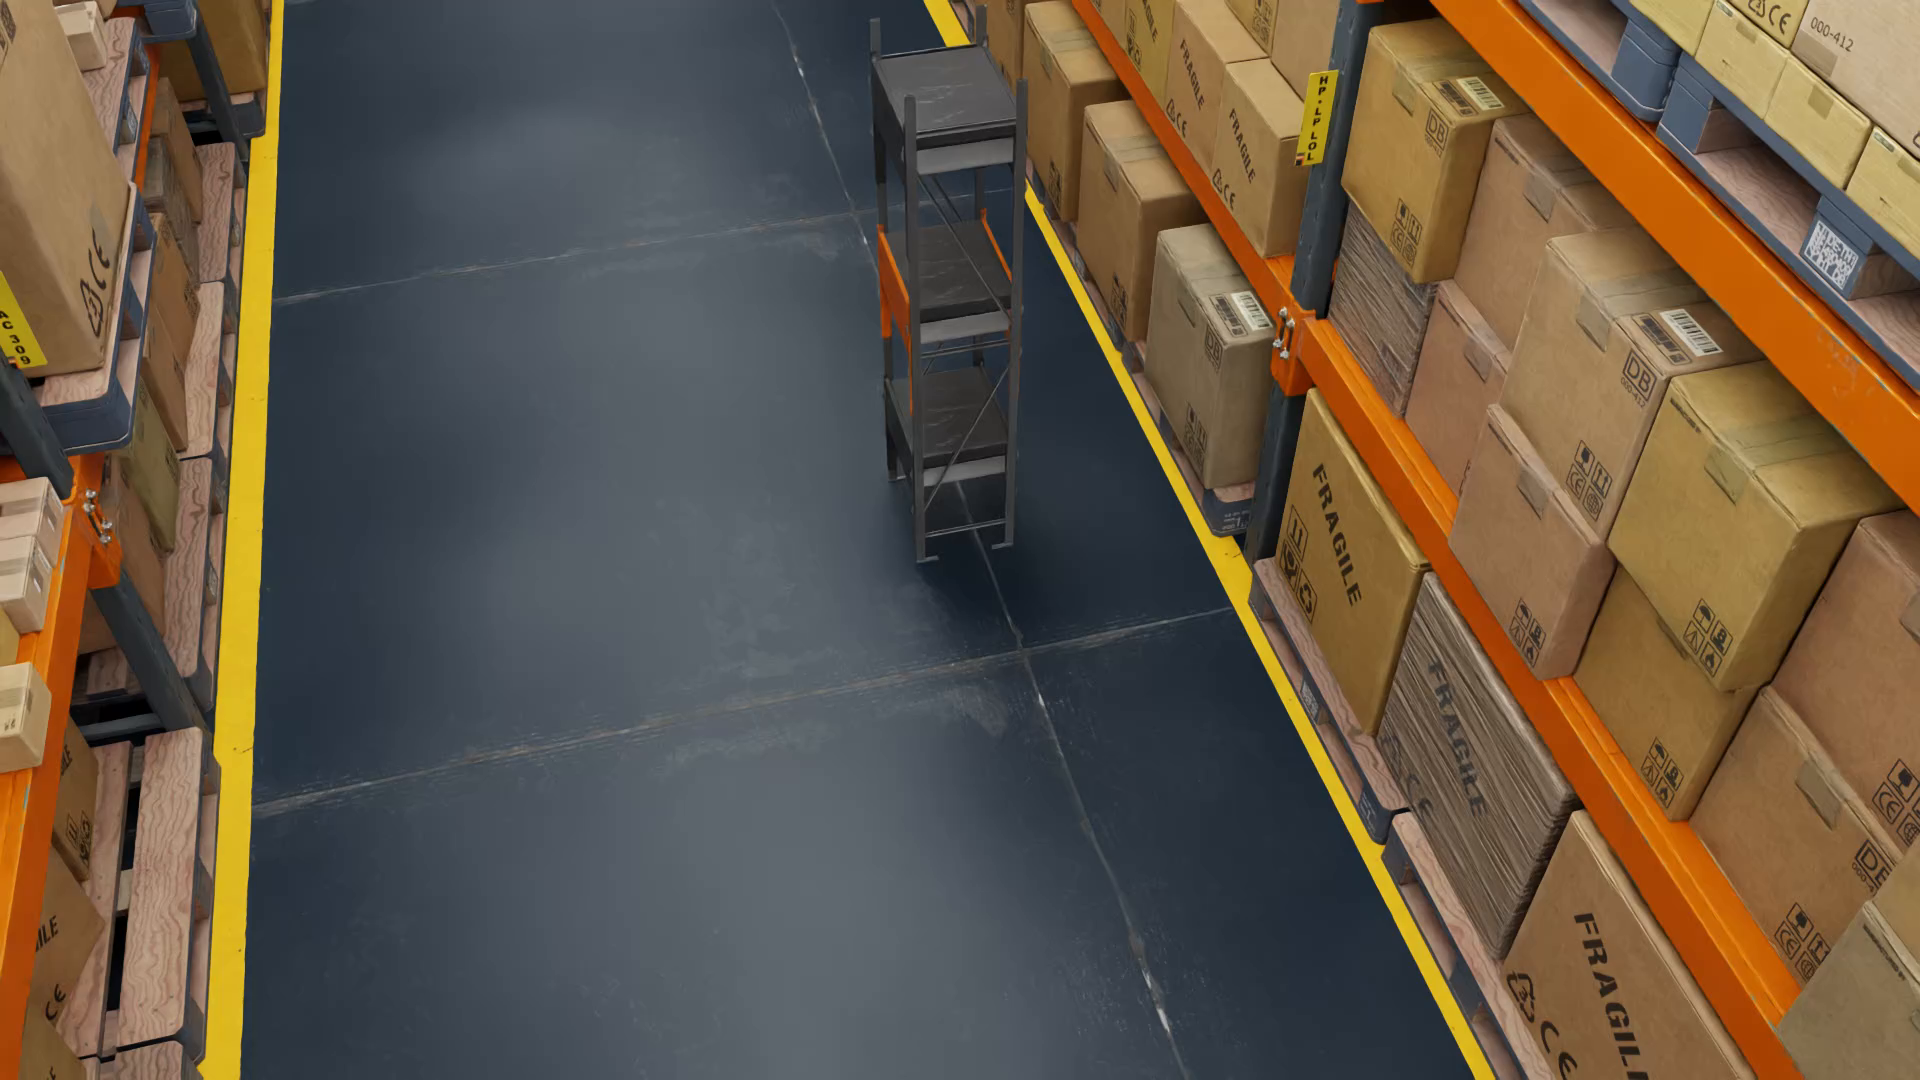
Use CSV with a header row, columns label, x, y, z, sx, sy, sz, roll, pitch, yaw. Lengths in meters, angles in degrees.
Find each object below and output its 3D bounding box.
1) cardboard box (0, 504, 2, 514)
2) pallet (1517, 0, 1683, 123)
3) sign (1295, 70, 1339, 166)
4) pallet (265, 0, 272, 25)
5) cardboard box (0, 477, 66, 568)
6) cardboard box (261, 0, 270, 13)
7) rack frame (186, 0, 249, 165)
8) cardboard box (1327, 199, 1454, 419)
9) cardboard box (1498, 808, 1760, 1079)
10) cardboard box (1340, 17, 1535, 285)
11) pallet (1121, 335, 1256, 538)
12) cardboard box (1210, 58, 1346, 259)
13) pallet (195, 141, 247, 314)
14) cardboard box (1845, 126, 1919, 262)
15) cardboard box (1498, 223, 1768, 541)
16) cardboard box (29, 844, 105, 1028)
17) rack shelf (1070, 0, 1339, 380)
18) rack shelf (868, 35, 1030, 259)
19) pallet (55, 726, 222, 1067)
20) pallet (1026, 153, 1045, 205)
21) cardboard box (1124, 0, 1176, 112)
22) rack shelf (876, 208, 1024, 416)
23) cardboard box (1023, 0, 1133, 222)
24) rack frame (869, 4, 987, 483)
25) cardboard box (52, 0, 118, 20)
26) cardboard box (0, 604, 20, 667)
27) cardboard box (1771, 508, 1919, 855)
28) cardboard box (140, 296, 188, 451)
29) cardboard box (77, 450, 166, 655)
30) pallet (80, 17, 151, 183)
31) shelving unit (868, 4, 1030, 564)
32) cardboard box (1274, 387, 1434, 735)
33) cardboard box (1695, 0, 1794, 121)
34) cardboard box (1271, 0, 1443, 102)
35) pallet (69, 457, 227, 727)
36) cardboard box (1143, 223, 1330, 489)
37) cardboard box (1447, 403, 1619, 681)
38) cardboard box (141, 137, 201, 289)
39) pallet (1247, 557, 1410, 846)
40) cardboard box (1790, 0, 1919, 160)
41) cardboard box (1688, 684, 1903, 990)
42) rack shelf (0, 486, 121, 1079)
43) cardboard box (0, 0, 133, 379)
label,x,y,z,sx,sy,sz,roll,pitch,yaw
cardboard box,-3.130,-0.020,4.391,0.875,0.500,0.500,-11,47,-10
pallet,1.834,-1.492,4.074,1.003,0.211,1.213,-11,47,-10
sign,1.113,-1.311,5.180,0.100,0.325,0.005,-11,47,-10
pallet,-4.647,-3.387,9.922,1.003,0.211,1.213,-11,47,-10
cardboard box,-2.846,-0.020,4.845,0.380,0.149,0.250,-11,47,-10
cardboard box,-4.587,-3.465,9.239,1.225,0.875,0.875,-11,47,-10
rack frame,-4.210,-2.964,7.555,1.000,3.000,0.127,-11,47,-10
cardboard box,1.741,-0.840,5.368,0.875,0.550,0.550,-11,47,-10
cardboard box,2.194,1.255,4.613,0.875,0.875,0.875,-11,47,-11
cardboard box,1.696,-1.209,4.974,0.875,0.550,0.550,-11,47,-10
pallet,1.364,-0.583,7.173,1.003,0.211,1.213,-11,47,-10
cardboard box,1.243,-1.386,5.938,0.500,0.500,0.500,-11,47,-11
pallet,-4.011,-1.449,8.022,1.003,0.211,1.213,-11,47,-10
cardboard box,1.856,-0.643,2.991,0.380,0.149,0.250,-10,46,-10
cardboard box,1.955,-0.453,4.233,0.875,0.550,0.550,-11,47,-10
cardboard box,-2.968,1.203,4.927,0.500,0.500,0.500,3,46,2
rack shelf,1.123,-2.169,7.279,1.077,0.370,4.000,-11,47,-10
rack shelf,-0.042,-1.330,5.622,0.431,0.518,0.480,-11,47,-10
pallet,-2.980,1.230,5.396,1.003,0.211,1.213,-11,47,-10
pallet,0.740,-2.267,8.824,1.003,0.211,1.213,-11,47,-10
cardboard box,0.984,-2.084,6.622,0.500,0.500,0.500,-10,46,-10
rack shelf,-0.042,-0.840,6.122,0.431,0.518,0.480,-11,47,-10
cardboard box,0.907,-2.121,8.010,1.050,0.750,0.750,-10,46,-10
rack frame,-0.105,-1.018,6.277,0.400,2.100,0.015,-11,47,-10
cardboard box,-3.793,-2.414,6.651,0.700,0.500,0.500,-4,46,-4
cardboard box,-2.786,0.338,4.495,0.380,0.149,0.250,-11,47,-10
cardboard box,2.359,0.254,3.540,0.875,0.550,0.550,-11,47,-10
cardboard box,-3.570,-0.629,6.708,0.700,0.500,0.500,-14,47,-14
cardboard box,-3.322,0.090,6.003,0.700,0.500,0.500,-14,47,-13
pallet,-3.663,-1.538,6.291,1.003,0.211,1.213,-11,47,-10
shelving unit,-0.042,-0.849,6.112,0.431,2.100,0.503,-11,47,-10
cardboard box,1.728,0.004,5.840,0.875,0.875,0.875,-10,46,-10
cardboard box,1.727,-0.991,3.333,0.380,0.149,0.250,-11,47,-10
cardboard box,1.502,-1.767,5.611,0.700,0.500,0.500,-11,47,-11
pallet,-3.386,0.236,6.371,1.003,0.211,1.213,-11,47,-10
cardboard box,1.389,-0.812,6.726,1.050,0.750,0.750,-11,47,-11
cardboard box,1.928,-0.070,4.613,0.875,0.550,0.550,-11,47,-10
cardboard box,-3.864,-1.404,7.468,0.700,0.500,0.500,-14,47,-14
pallet,1.754,0.475,6.136,1.003,0.211,1.213,-11,47,-10
cardboard box,1.880,-0.889,2.953,0.500,0.250,0.500,-10,46,-10
cardboard box,2.336,0.636,3.921,0.875,0.550,0.550,-11,47,-10
rack shelf,-2.674,1.430,3.752,1.077,0.370,4.000,-11,47,-10
cardboard box,-3.254,-1.134,5.047,1.000,1.000,1.000,-10,46,-10
